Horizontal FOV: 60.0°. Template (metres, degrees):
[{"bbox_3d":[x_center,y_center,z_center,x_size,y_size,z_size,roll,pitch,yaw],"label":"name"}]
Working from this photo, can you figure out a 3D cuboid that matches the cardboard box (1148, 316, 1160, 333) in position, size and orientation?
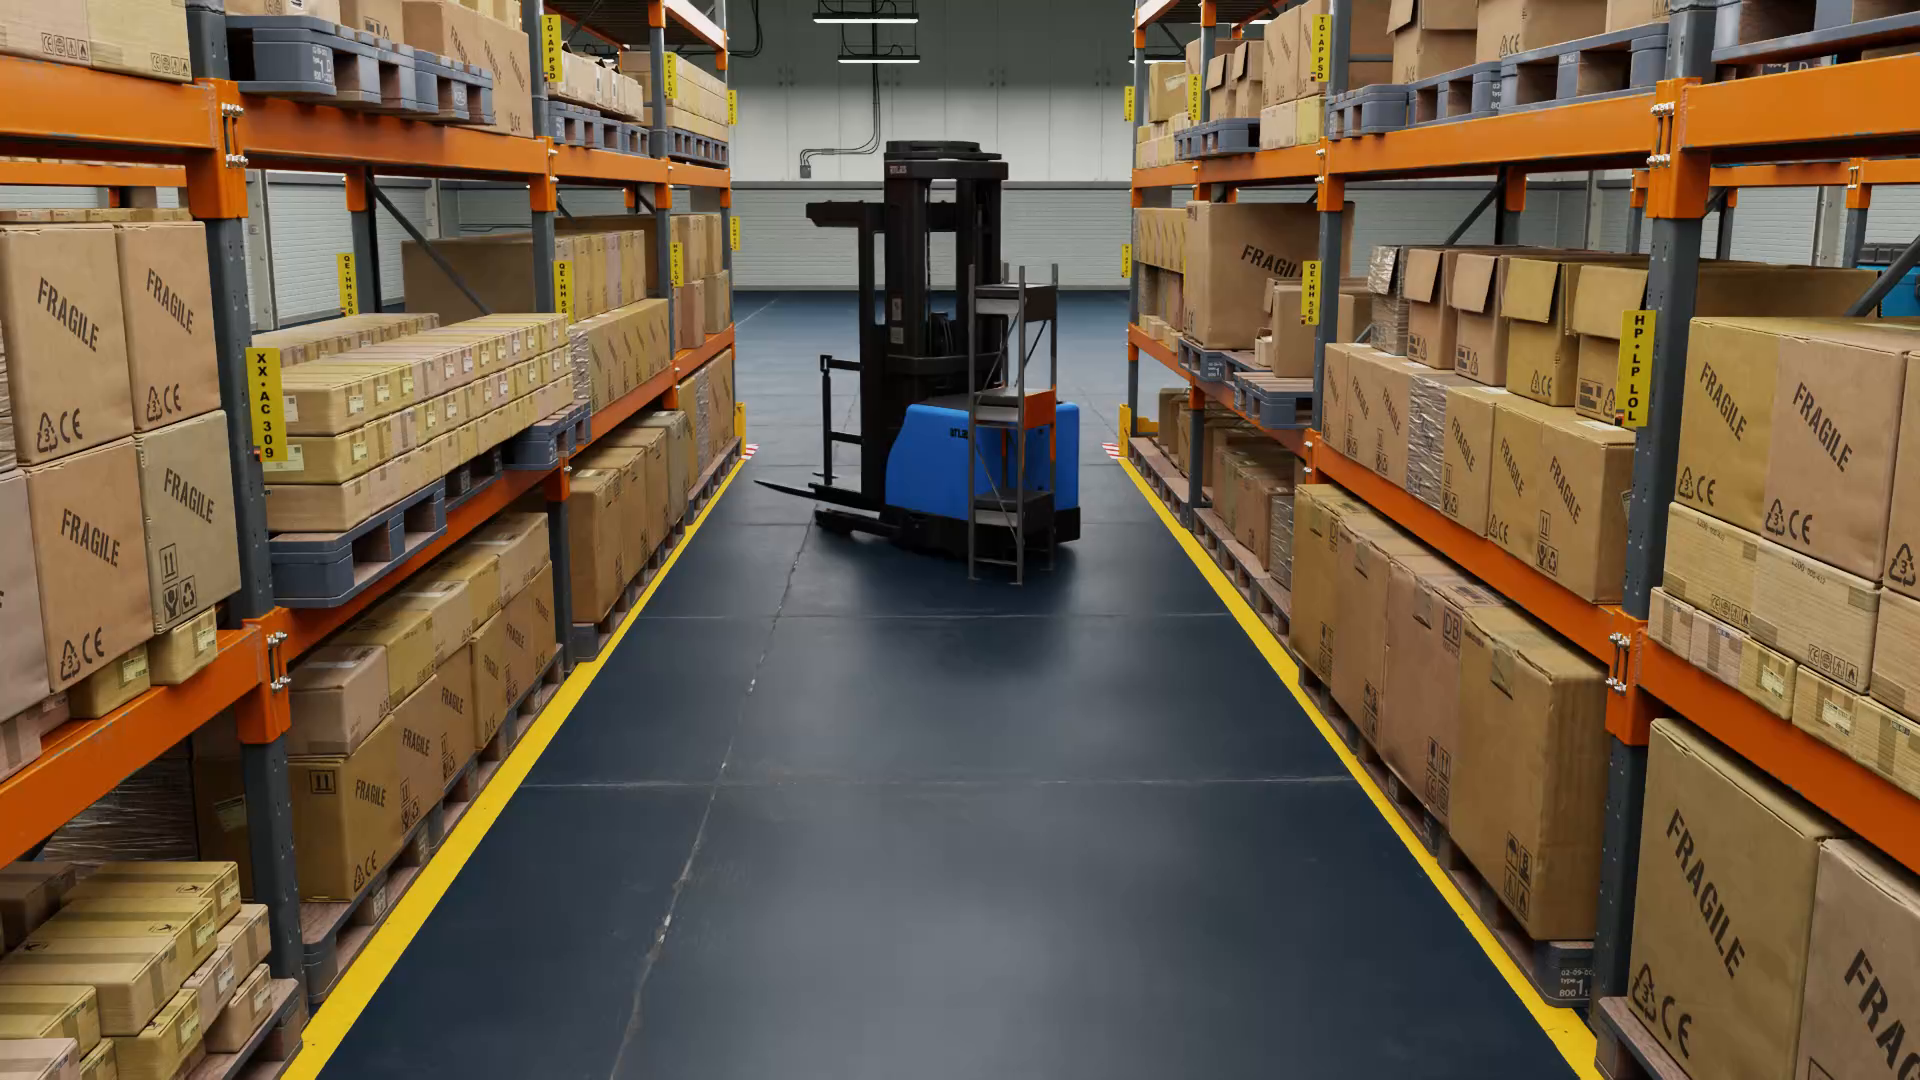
[{"bbox_3d":[1.964,-2.012,15.565,0.380,0.149,0.250,0,11,-1],"label":"cardboard box"}]

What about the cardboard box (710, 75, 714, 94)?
[{"bbox_3d":[-2.400,-4.067,14.837,0.380,0.149,0.250,0,11,-1],"label":"cardboard box"}]

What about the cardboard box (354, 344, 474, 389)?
[{"bbox_3d":[-2.094,-0.668,6.386,0.380,0.149,0.250,0,11,1],"label":"cardboard box"}]

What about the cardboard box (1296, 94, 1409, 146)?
[{"bbox_3d":[2.105,-2.242,8.898,0.500,0.250,0.500,0,11,-1],"label":"cardboard box"}]

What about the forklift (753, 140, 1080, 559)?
[{"bbox_3d":[-0.473,-1.535,12.756,1.130,2.935,3.031,-10,15,-41],"label":"forklift"}]

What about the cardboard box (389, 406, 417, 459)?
[{"bbox_3d":[-2.080,-0.368,5.656,0.380,0.149,0.250,0,11,0],"label":"cardboard box"}]

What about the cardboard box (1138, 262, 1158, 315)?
[{"bbox_3d":[2.178,-2.427,15.981,0.875,0.500,0.500,0,11,-1],"label":"cardboard box"}]

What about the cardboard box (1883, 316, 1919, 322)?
[{"bbox_3d":[2.719,-0.306,4.267,0.500,0.500,0.500,0,11,0],"label":"cardboard box"}]

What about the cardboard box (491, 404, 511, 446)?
[{"bbox_3d":[-2.110,-0.483,6.972,0.380,0.149,0.250,0,11,1],"label":"cardboard box"}]

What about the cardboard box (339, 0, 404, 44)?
[{"bbox_3d":[-2.419,-1.991,5.966,0.797,0.503,0.637,0,11,-2],"label":"cardboard box"}]

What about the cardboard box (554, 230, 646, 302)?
[{"bbox_3d":[-2.668,-1.987,12.043,0.700,0.500,0.500,0,11,-2],"label":"cardboard box"}]

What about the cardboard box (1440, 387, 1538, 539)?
[{"bbox_3d":[2.139,-0.300,6.241,0.500,0.500,0.500,0,11,-2],"label":"cardboard box"}]

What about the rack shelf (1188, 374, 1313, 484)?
[{"bbox_3d":[2.319,-0.797,10.752,1.077,0.370,4.000,0,11,-1],"label":"rack shelf"}]

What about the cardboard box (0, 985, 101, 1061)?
[{"bbox_3d":[-2.266,1.165,3.890,0.380,0.149,0.250,0,11,1],"label":"cardboard box"}]

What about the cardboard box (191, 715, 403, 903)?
[{"bbox_3d":[-2.269,0.915,5.736,0.500,0.500,0.500,0,11,1],"label":"cardboard box"}]

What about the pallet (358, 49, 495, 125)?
[{"bbox_3d":[-2.449,-1.664,6.144,1.213,0.211,1.003,0,11,-1],"label":"pallet"}]

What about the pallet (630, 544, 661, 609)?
[{"bbox_3d":[-2.564,0.216,10.963,1.003,0.211,1.213,0,11,-1],"label":"pallet"}]

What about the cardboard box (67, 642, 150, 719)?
[{"bbox_3d":[-2.218,0.327,4.037,0.380,0.149,0.250,0,11,1],"label":"cardboard box"}]

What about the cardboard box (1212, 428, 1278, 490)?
[{"bbox_3d":[2.309,-0.607,13.240,0.500,0.500,0.500,-1,11,-3],"label":"cardboard box"}]

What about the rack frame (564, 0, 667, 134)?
[{"bbox_3d":[-2.684,-4.487,12.042,1.000,3.000,0.127,0,11,-1],"label":"rack frame"}]

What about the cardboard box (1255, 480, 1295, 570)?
[{"bbox_3d":[2.283,-0.098,10.680,0.700,0.500,0.500,1,11,4],"label":"cardboard box"}]

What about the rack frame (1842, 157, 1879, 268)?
[{"bbox_3d":[7.229,-1.567,12.741,1.000,3.000,0.127,0,11,-1],"label":"rack frame"}]

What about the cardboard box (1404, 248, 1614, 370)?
[{"bbox_3d":[2.369,-1.018,7.256,0.797,0.503,0.637,0,11,0],"label":"cardboard box"}]

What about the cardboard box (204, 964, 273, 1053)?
[{"bbox_3d":[-2.170,1.311,4.665,0.380,0.149,0.250,0,11,0],"label":"cardboard box"}]

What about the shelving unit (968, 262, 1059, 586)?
[{"bbox_3d":[0.354,-0.787,11.159,0.431,2.100,0.503,6,13,28],"label":"shelving unit"}]

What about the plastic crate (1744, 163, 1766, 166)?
[{"bbox_3d":[6.792,-3.226,14.033,0.243,0.136,0.396,0,11,-1],"label":"plastic crate"}]

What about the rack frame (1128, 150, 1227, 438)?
[{"bbox_3d":[2.195,-2.342,16.560,1.000,3.000,0.127,0,11,-1],"label":"rack frame"}]

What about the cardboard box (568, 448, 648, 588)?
[{"bbox_3d":[-2.545,-0.150,10.356,1.050,0.750,0.750,0,11,0],"label":"cardboard box"}]

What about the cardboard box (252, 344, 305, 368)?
[{"bbox_3d":[-2.748,-0.669,6.391,0.380,0.149,0.250,-1,11,-4],"label":"cardboard box"}]

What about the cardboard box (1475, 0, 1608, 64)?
[{"bbox_3d":[2.423,-2.072,6.369,0.797,0.503,0.637,0,11,-2],"label":"cardboard box"}]

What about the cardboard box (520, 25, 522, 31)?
[{"bbox_3d":[-2.917,-2.870,10.057,0.500,0.500,0.500,0,11,-1],"label":"cardboard box"}]

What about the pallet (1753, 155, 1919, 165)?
[{"bbox_3d":[7.117,-3.088,13.166,1.213,0.211,1.003,0,11,-1],"label":"pallet"}]

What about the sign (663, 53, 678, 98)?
[{"bbox_3d":[-2.141,-3.429,12.278,0.100,0.325,0.005,0,11,-1],"label":"sign"}]

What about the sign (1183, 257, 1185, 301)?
[{"bbox_3d":[1.735,-1.968,12.536,0.100,0.325,0.005,0,11,-1],"label":"sign"}]

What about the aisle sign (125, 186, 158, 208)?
[{"bbox_3d":[-8.025,-3.587,16.155,0.394,0.787,0.004,0,11,-1],"label":"aisle sign"}]

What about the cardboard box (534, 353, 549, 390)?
[{"bbox_3d":[-2.120,-0.778,7.679,0.380,0.149,0.250,0,11,0],"label":"cardboard box"}]

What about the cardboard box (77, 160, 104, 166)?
[{"bbox_3d":[-7.331,-3.173,13.742,0.380,0.149,0.250,0,11,-2],"label":"cardboard box"}]

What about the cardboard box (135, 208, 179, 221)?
[{"bbox_3d":[-7.368,-2.684,14.730,0.700,0.500,0.500,0,11,-2],"label":"cardboard box"}]

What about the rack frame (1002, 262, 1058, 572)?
[{"bbox_3d":[0.472,-0.830,11.369,0.400,2.100,0.015,6,13,28],"label":"rack frame"}]

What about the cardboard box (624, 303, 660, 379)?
[{"bbox_3d":[-2.395,-1.393,11.628,0.500,0.500,0.500,0,11,-2],"label":"cardboard box"}]

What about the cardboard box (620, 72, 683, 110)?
[{"bbox_3d":[-2.414,-3.442,12.759,0.500,0.250,0.500,0,11,-1],"label":"cardboard box"}]

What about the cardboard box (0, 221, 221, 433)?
[{"bbox_3d":[-2.238,-0.549,4.206,0.500,0.500,0.500,-1,11,-3],"label":"cardboard box"}]

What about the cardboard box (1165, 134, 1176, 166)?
[{"bbox_3d":[1.991,-3.238,13.809,0.500,0.250,0.500,0,11,-2],"label":"cardboard box"}]

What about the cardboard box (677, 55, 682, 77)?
[{"bbox_3d":[-2.358,-3.664,12.848,0.380,0.149,0.250,0,11,-2],"label":"cardboard box"}]

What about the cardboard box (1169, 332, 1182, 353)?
[{"bbox_3d":[1.922,-1.614,13.604,0.380,0.149,0.250,0,11,-1],"label":"cardboard box"}]

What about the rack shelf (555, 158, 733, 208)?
[{"bbox_3d":[-2.725,-3.062,14.372,1.077,0.370,4.000,0,11,-1],"label":"rack shelf"}]

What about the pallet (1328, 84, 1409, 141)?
[{"bbox_3d":[2.426,-2.002,7.812,1.213,0.211,1.003,0,11,1],"label":"pallet"}]

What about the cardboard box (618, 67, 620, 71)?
[{"bbox_3d":[-3.035,-3.862,13.823,0.380,0.149,0.250,0,11,-2],"label":"cardboard box"}]

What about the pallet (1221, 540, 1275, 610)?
[{"bbox_3d":[2.323,0.217,10.956,1.003,0.211,1.213,0,11,-1],"label":"pallet"}]

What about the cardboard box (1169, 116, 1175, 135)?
[{"bbox_3d":[1.949,-3.464,13.921,0.380,0.149,0.250,0,11,2],"label":"cardboard box"}]

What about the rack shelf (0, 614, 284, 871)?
[{"bbox_3d":[-2.477,0.794,2.912,1.077,0.370,4.000,0,11,-1],"label":"rack shelf"}]

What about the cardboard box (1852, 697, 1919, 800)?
[{"bbox_3d":[2.140,0.434,3.506,0.380,0.149,0.250,0,11,-2],"label":"cardboard box"}]

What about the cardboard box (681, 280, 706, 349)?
[{"bbox_3d":[-2.631,-1.911,14.055,0.875,0.550,0.550,0,11,-1],"label":"cardboard box"}]

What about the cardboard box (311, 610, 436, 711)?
[{"bbox_3d":[-2.283,0.441,6.184,0.500,0.250,0.500,0,11,0],"label":"cardboard box"}]

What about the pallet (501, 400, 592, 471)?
[{"bbox_3d":[-2.480,-0.516,8.042,1.213,0.211,1.003,0,11,-1],"label":"pallet"}]

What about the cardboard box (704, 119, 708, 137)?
[{"bbox_3d":[-2.390,-3.576,14.420,0.380,0.149,0.250,0,11,0],"label":"cardboard box"}]
